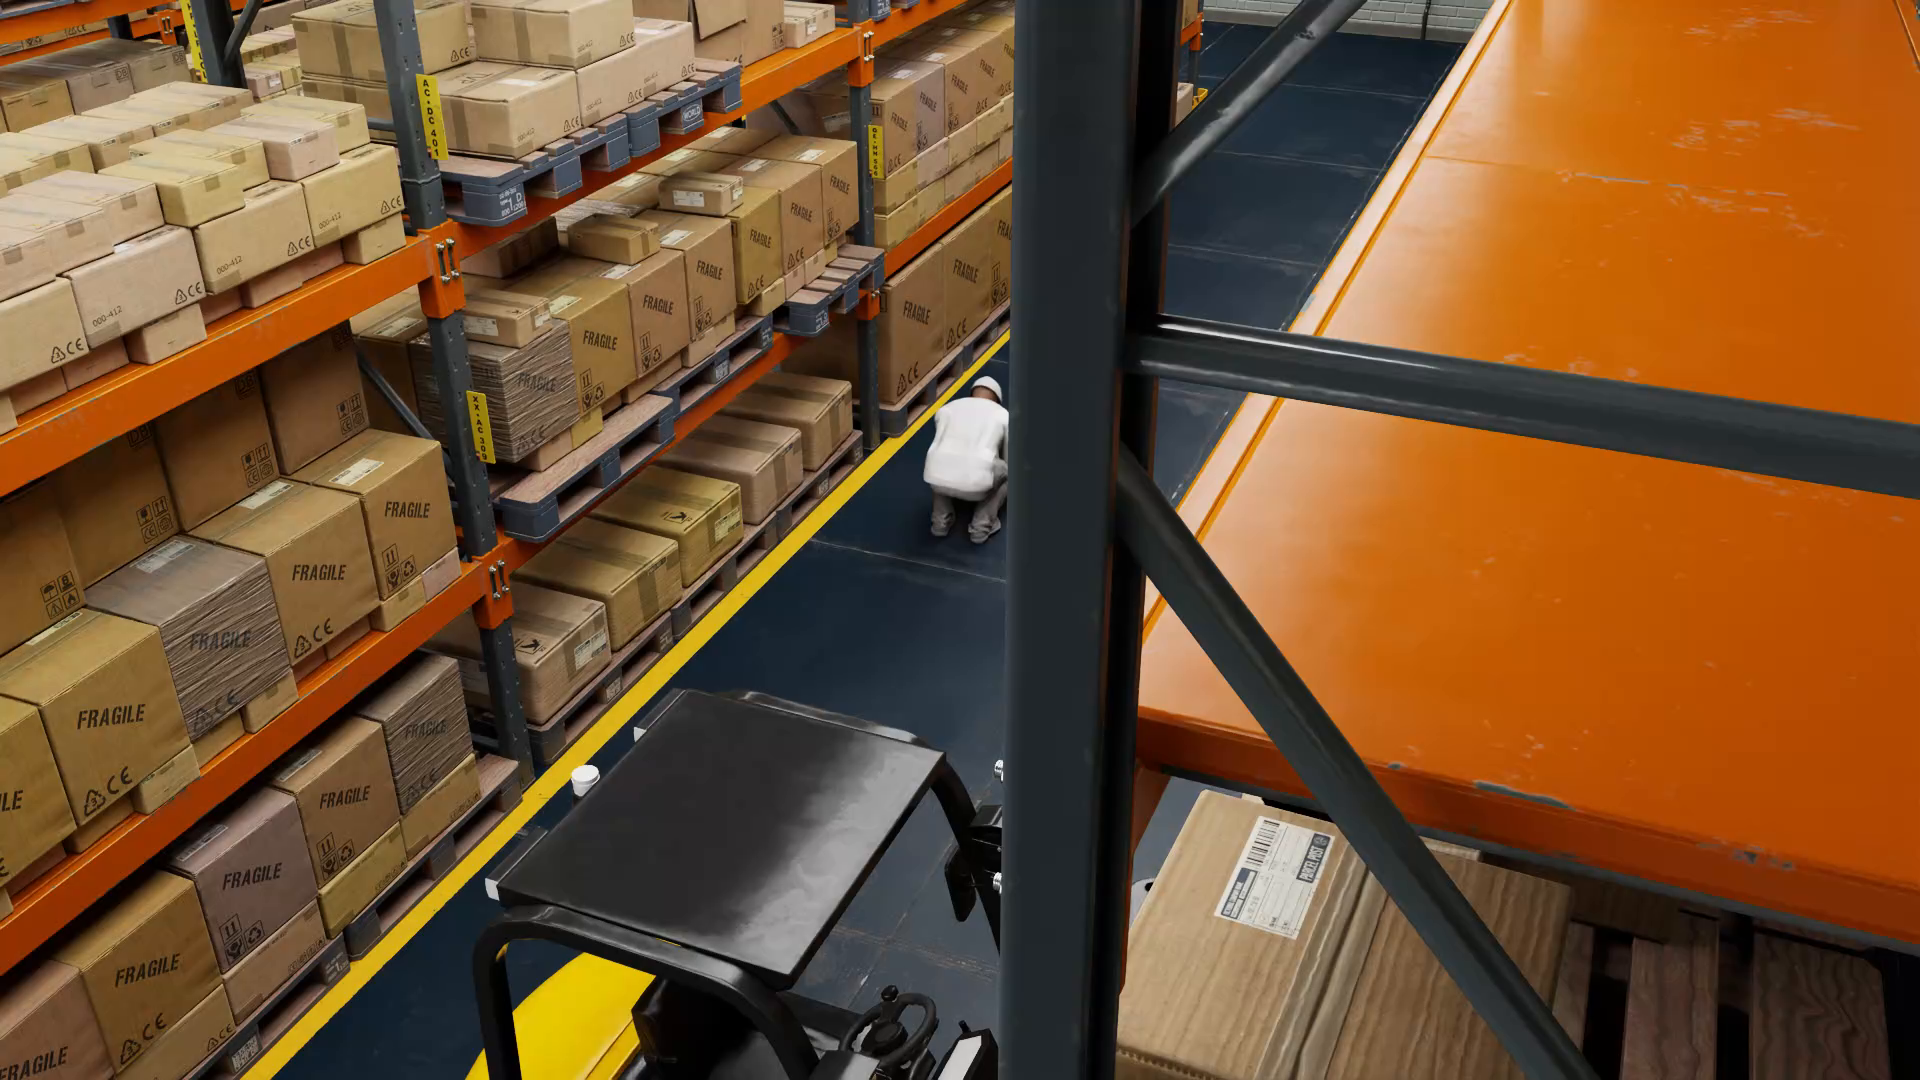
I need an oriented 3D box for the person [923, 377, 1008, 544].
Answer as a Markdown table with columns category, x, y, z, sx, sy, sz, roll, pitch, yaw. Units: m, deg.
| category | x | y | z | sx | sy | sz | roll | pitch | yaw |
| --- | --- | --- | --- | --- | --- | --- | --- | --- | --- |
| person | 0.062 | -0.460 | 10.243 | 0.533 | 0.859 | 0.944 | 10 | 31 | 17 |
